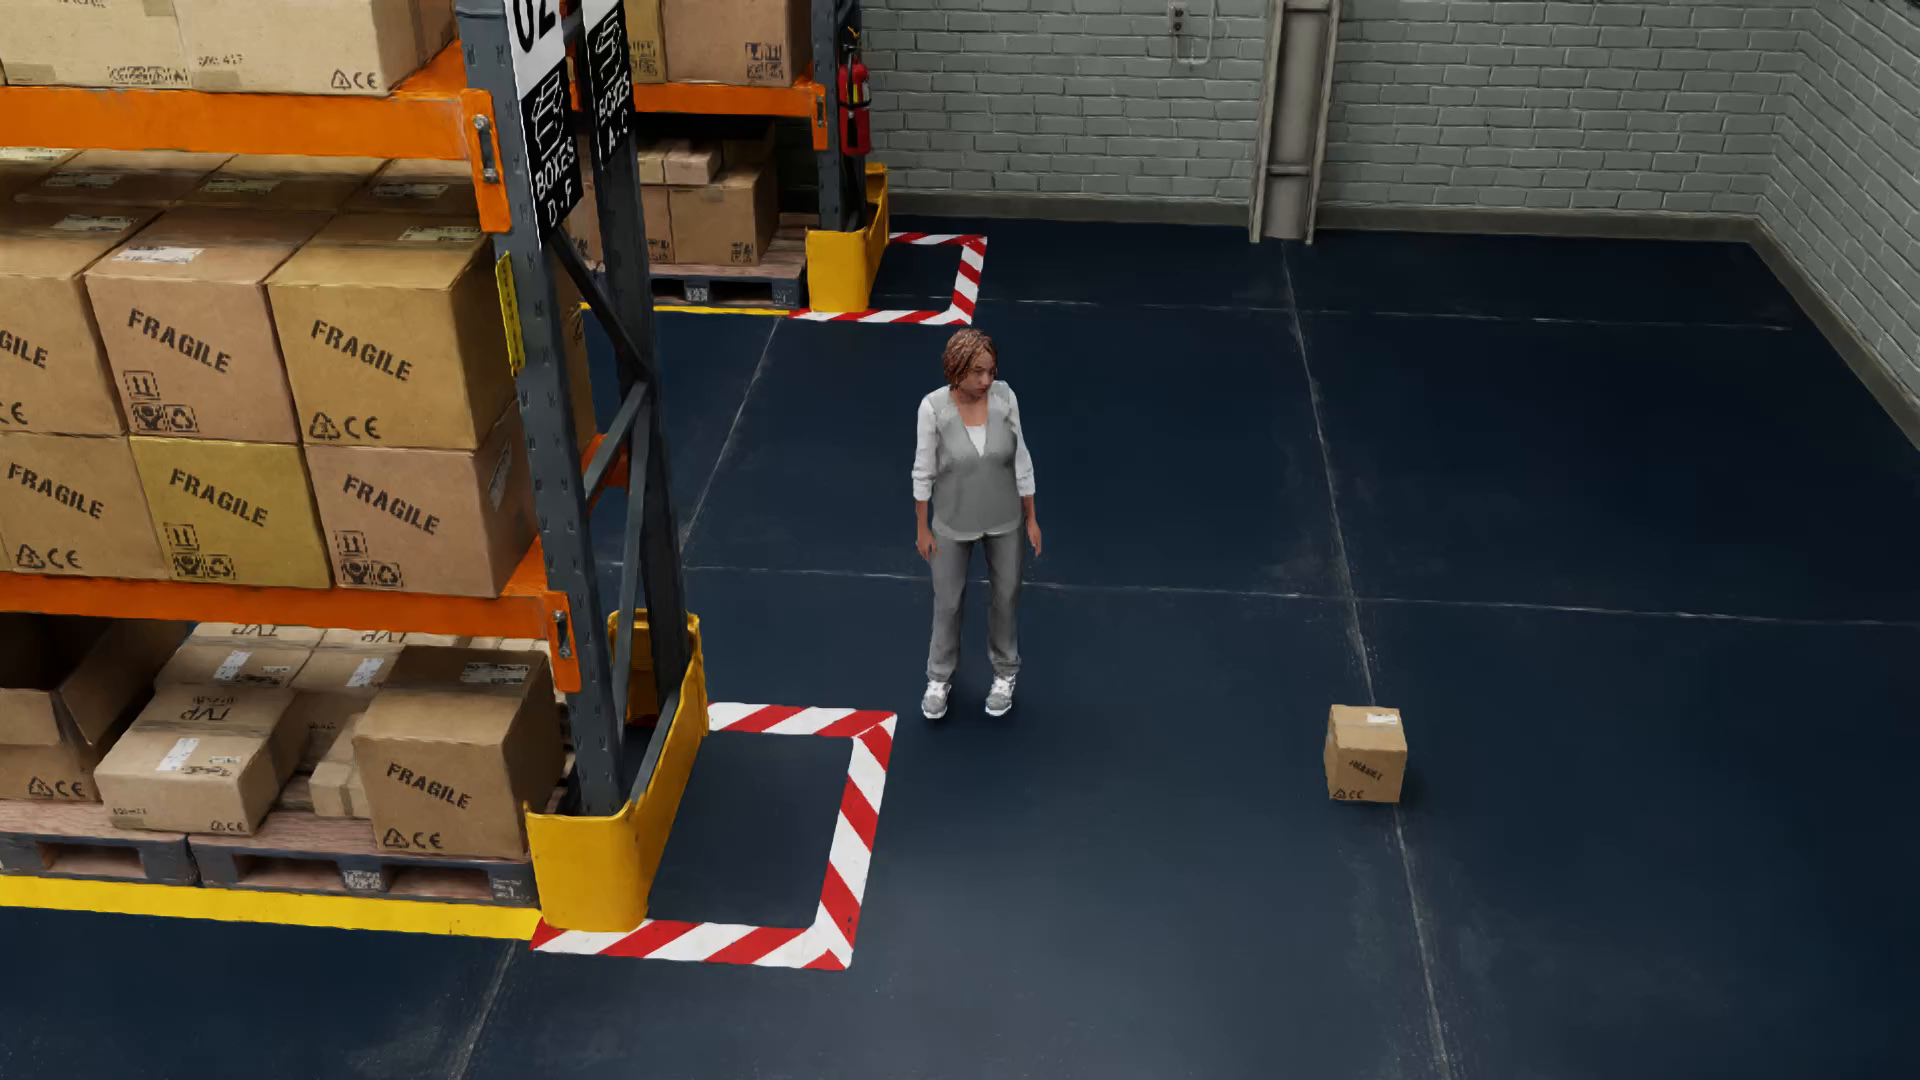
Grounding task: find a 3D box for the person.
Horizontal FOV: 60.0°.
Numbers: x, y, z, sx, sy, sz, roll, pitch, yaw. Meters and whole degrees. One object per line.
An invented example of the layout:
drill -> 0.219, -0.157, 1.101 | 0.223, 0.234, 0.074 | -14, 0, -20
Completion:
person -> 0.059, -0.045, 6.184 | 0.468, 1.592, 0.336 | -6, 33, -9
